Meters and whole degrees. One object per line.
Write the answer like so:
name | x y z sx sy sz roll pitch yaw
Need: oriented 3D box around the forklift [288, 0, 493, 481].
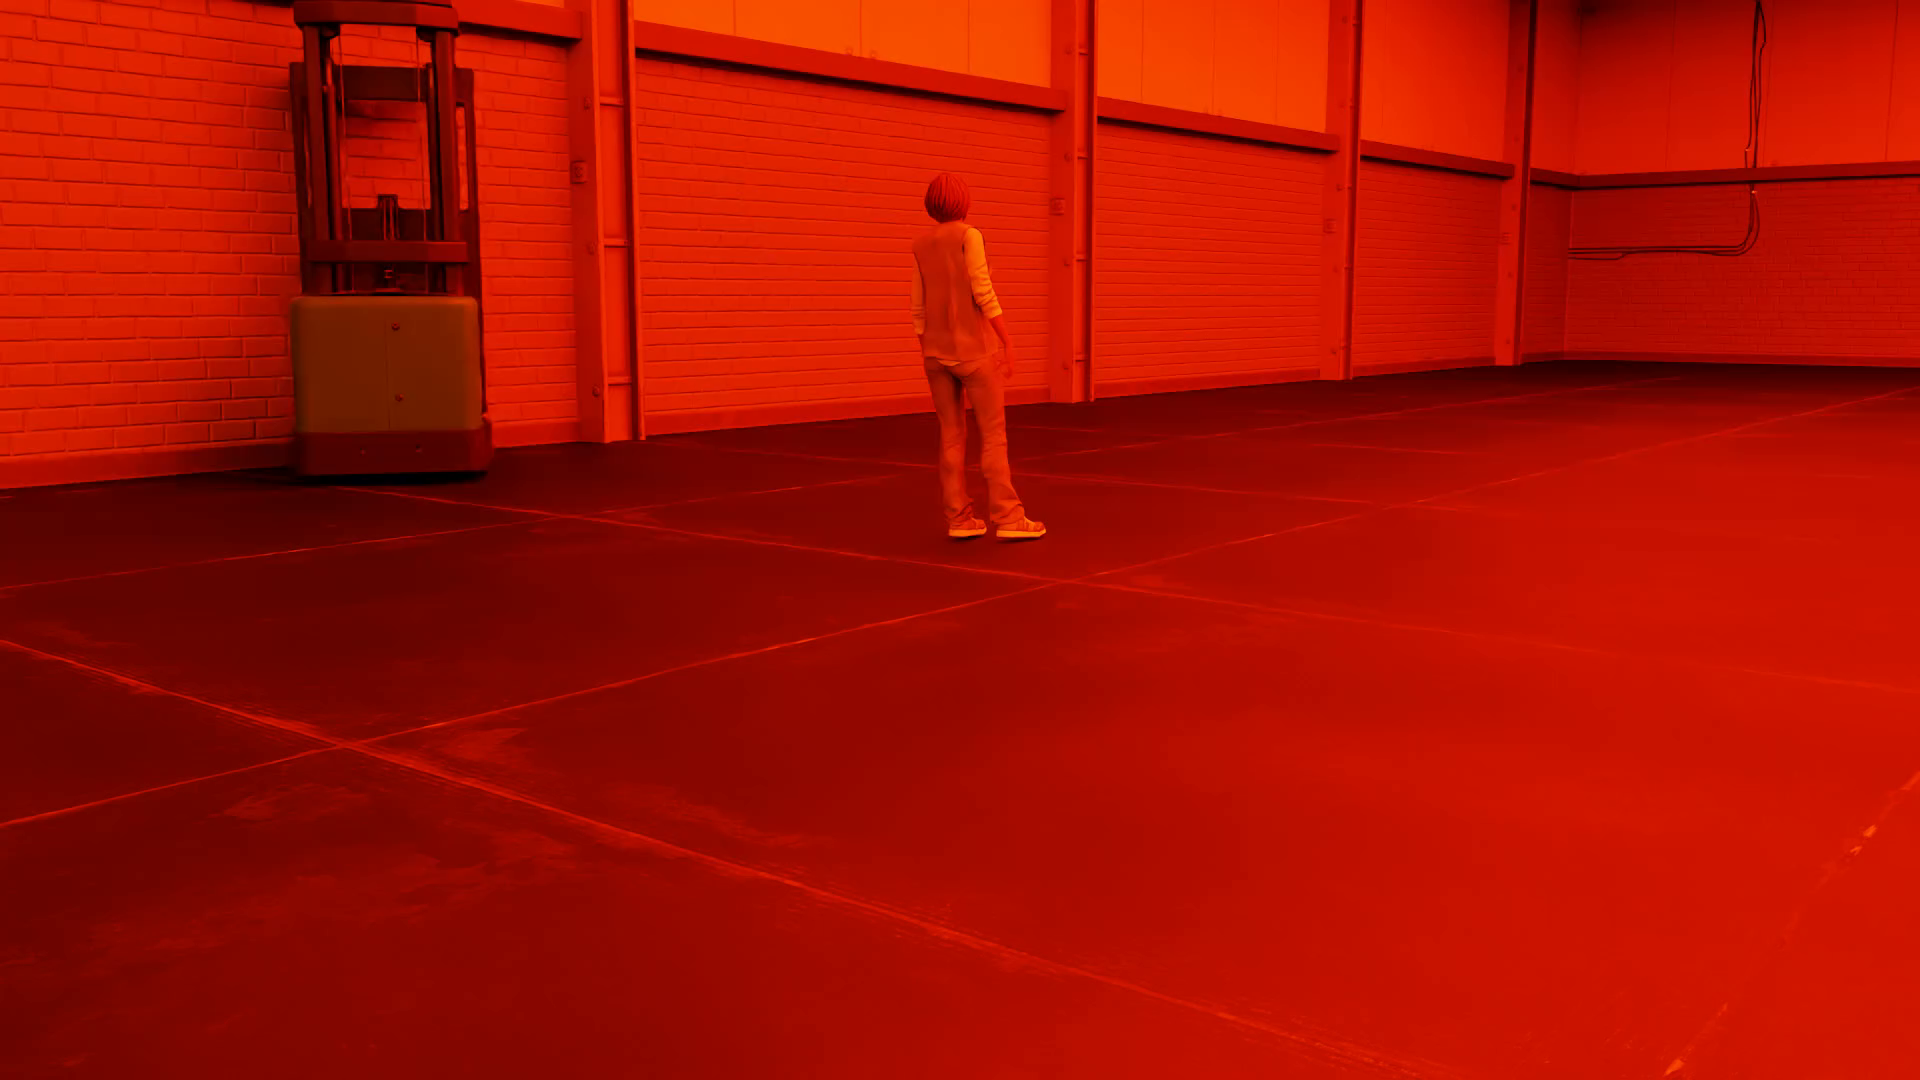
forklift | -3.670 -1.972 10.755 1.130 2.935 3.031 -2 9 -16

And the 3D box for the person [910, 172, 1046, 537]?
person | 0.057 -0.804 7.336 0.520 1.597 0.475 7 11 38
